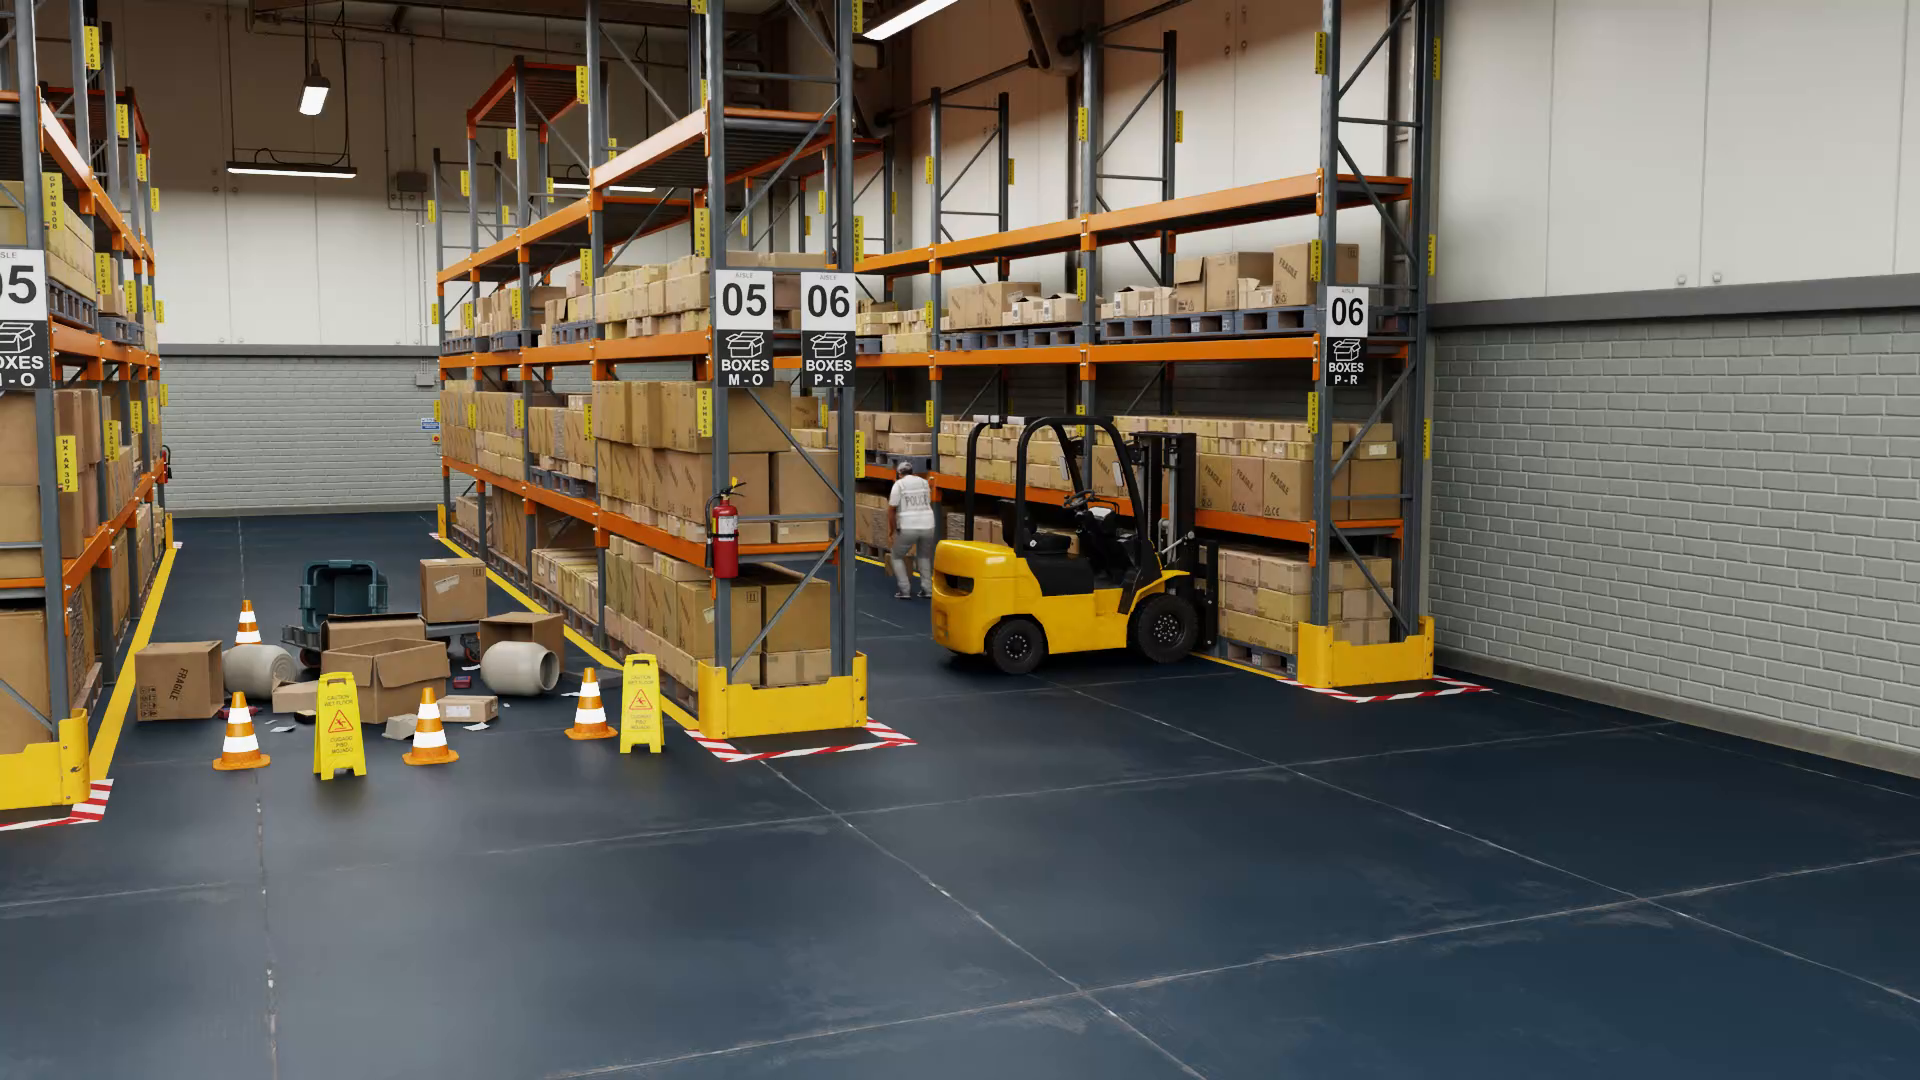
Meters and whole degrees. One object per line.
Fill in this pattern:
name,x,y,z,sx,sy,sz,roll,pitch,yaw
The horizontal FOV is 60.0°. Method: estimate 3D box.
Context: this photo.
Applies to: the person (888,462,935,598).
person,-0.563,-0.107,18.819,0.519,1.541,0.591,-2,6,-21
